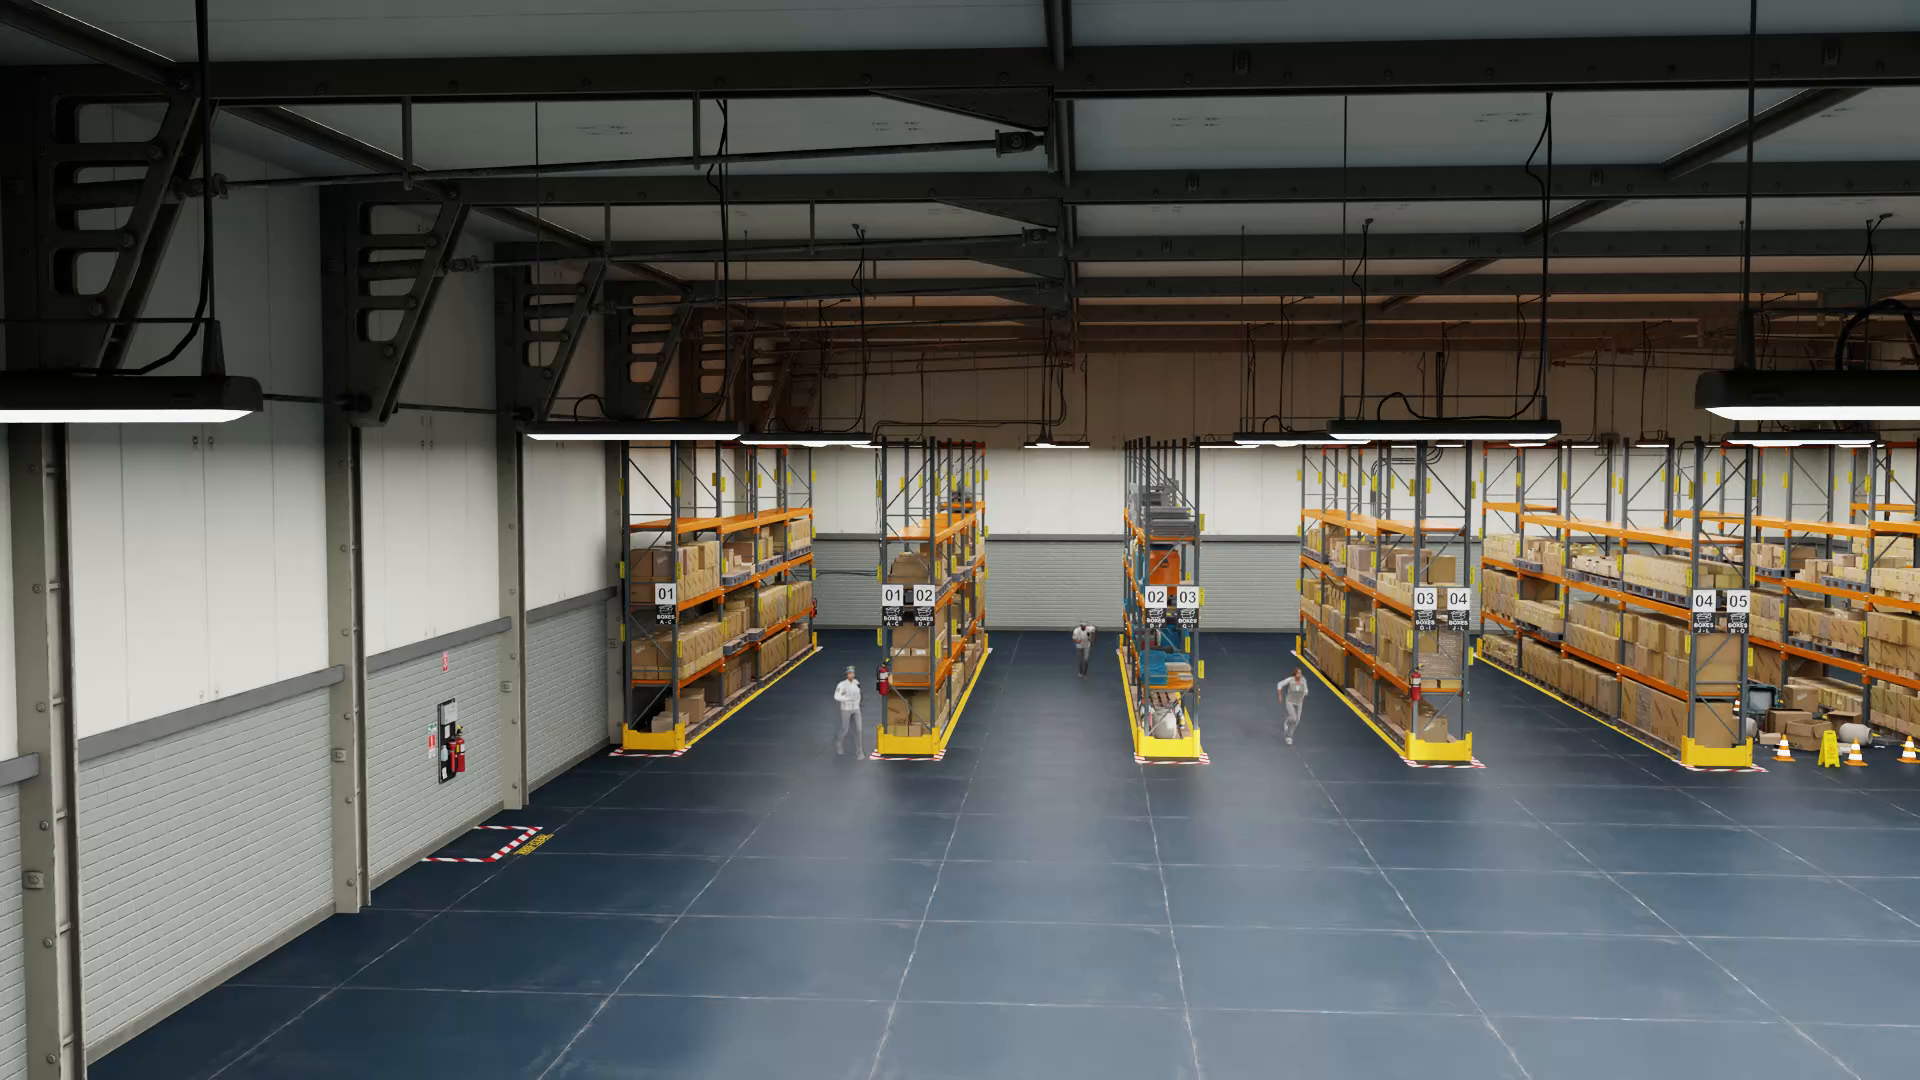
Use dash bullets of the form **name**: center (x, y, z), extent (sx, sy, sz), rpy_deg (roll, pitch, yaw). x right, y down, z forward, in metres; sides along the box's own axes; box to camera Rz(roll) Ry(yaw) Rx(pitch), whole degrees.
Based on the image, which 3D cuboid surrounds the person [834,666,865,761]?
- **person**: center (-2.064, 3.214, 31.020), extent (0.613, 1.748, 0.777), rpy_deg (-2, 3, -29)

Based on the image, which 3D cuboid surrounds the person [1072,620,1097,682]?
- **person**: center (3.102, 2.754, 41.519), extent (0.615, 1.599, 0.964), rpy_deg (0, 3, 2)

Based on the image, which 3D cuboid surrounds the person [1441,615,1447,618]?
- **person**: center (13.078, 2.489, 44.548), extent (0.660, 1.733, 0.586), rpy_deg (0, 3, 4)

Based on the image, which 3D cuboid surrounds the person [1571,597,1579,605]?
- **person**: center (16.432, 2.402, 44.431), extent (0.665, 1.751, 0.876), rpy_deg (0, 3, 1)

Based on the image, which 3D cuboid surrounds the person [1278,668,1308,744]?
- **person**: center (6.526, 3.234, 32.455), extent (0.525, 1.527, 0.649), rpy_deg (-1, 3, -14)
